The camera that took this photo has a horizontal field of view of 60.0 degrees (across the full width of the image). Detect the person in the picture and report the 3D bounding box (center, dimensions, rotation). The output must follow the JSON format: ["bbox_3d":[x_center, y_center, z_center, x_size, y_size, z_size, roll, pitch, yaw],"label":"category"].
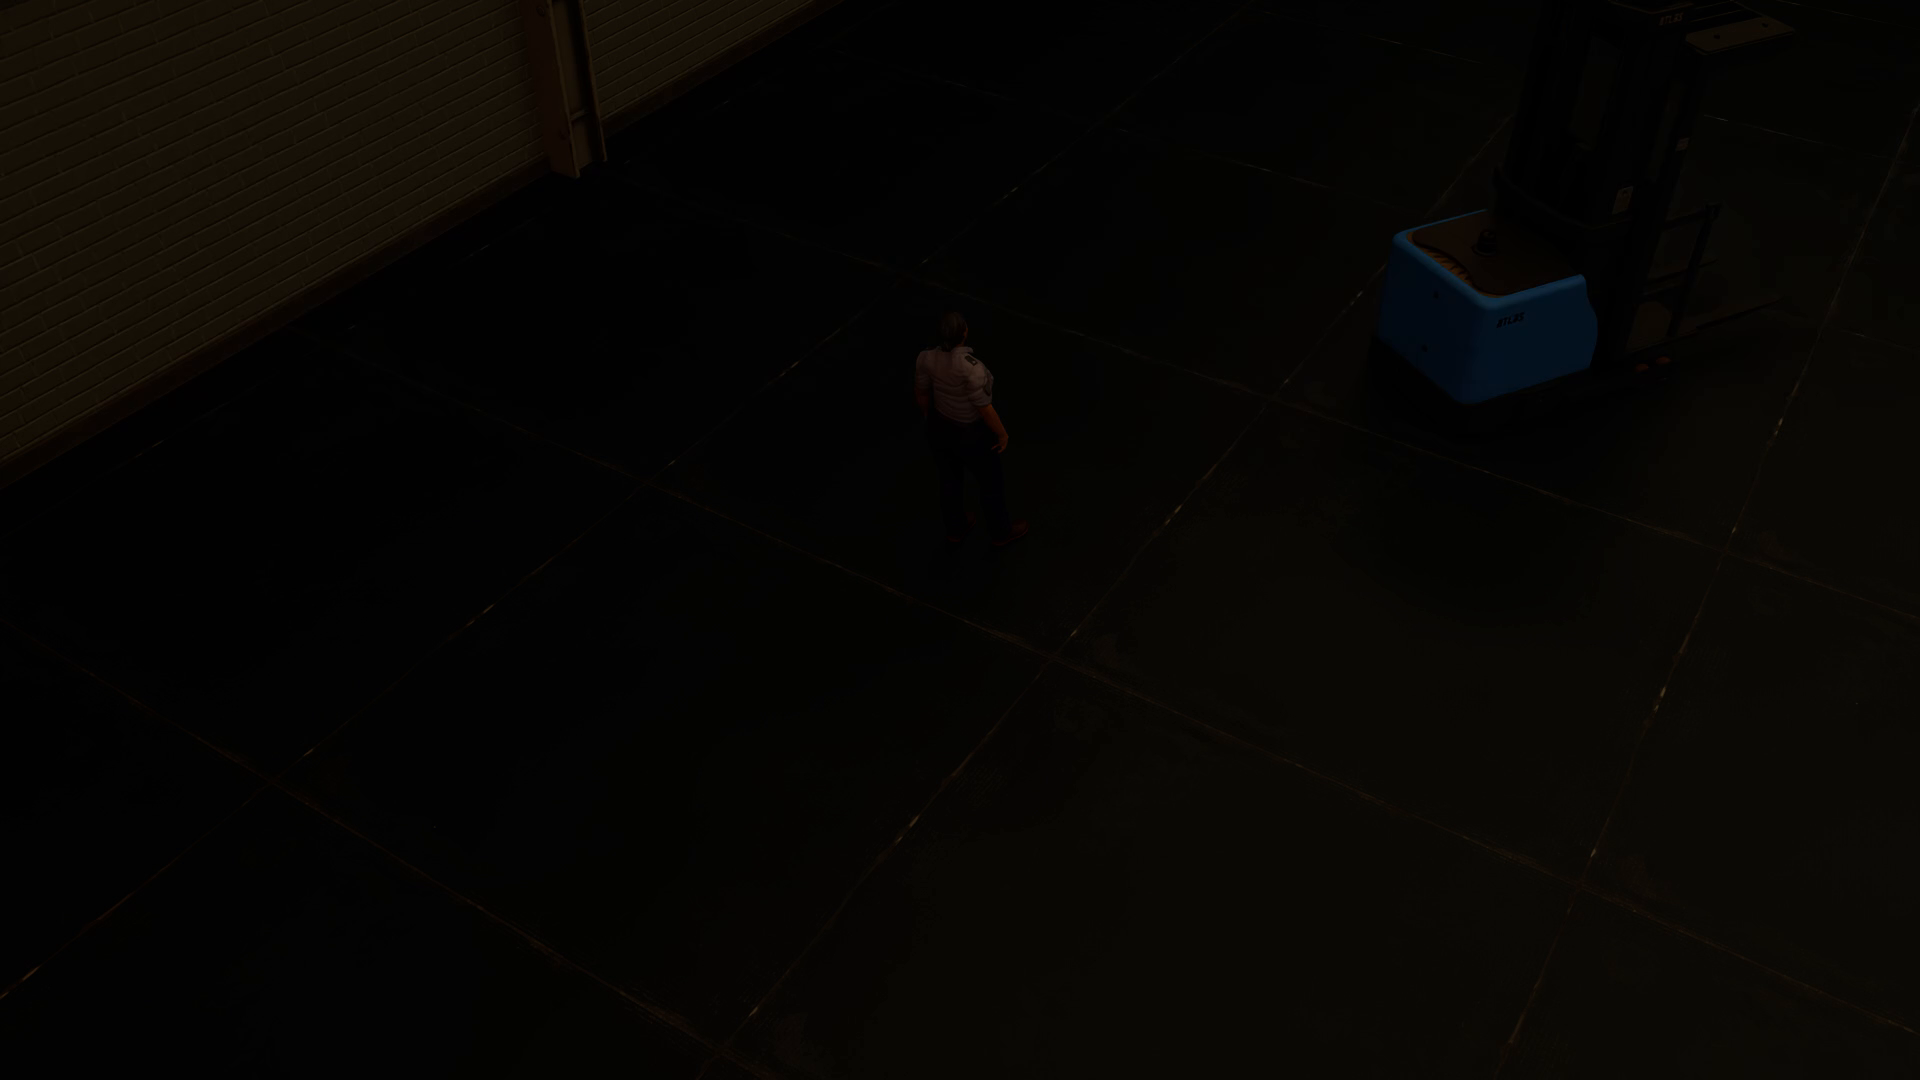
[{"bbox_3d":[0.067,-0.676,9.744,0.598,1.651,0.503,22,45,24],"label":"person"}]

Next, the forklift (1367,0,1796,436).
[{"bbox_3d":[4.394,-2.458,10.867,3.031,2.935,1.130,-17,43,-19],"label":"forklift"}]
